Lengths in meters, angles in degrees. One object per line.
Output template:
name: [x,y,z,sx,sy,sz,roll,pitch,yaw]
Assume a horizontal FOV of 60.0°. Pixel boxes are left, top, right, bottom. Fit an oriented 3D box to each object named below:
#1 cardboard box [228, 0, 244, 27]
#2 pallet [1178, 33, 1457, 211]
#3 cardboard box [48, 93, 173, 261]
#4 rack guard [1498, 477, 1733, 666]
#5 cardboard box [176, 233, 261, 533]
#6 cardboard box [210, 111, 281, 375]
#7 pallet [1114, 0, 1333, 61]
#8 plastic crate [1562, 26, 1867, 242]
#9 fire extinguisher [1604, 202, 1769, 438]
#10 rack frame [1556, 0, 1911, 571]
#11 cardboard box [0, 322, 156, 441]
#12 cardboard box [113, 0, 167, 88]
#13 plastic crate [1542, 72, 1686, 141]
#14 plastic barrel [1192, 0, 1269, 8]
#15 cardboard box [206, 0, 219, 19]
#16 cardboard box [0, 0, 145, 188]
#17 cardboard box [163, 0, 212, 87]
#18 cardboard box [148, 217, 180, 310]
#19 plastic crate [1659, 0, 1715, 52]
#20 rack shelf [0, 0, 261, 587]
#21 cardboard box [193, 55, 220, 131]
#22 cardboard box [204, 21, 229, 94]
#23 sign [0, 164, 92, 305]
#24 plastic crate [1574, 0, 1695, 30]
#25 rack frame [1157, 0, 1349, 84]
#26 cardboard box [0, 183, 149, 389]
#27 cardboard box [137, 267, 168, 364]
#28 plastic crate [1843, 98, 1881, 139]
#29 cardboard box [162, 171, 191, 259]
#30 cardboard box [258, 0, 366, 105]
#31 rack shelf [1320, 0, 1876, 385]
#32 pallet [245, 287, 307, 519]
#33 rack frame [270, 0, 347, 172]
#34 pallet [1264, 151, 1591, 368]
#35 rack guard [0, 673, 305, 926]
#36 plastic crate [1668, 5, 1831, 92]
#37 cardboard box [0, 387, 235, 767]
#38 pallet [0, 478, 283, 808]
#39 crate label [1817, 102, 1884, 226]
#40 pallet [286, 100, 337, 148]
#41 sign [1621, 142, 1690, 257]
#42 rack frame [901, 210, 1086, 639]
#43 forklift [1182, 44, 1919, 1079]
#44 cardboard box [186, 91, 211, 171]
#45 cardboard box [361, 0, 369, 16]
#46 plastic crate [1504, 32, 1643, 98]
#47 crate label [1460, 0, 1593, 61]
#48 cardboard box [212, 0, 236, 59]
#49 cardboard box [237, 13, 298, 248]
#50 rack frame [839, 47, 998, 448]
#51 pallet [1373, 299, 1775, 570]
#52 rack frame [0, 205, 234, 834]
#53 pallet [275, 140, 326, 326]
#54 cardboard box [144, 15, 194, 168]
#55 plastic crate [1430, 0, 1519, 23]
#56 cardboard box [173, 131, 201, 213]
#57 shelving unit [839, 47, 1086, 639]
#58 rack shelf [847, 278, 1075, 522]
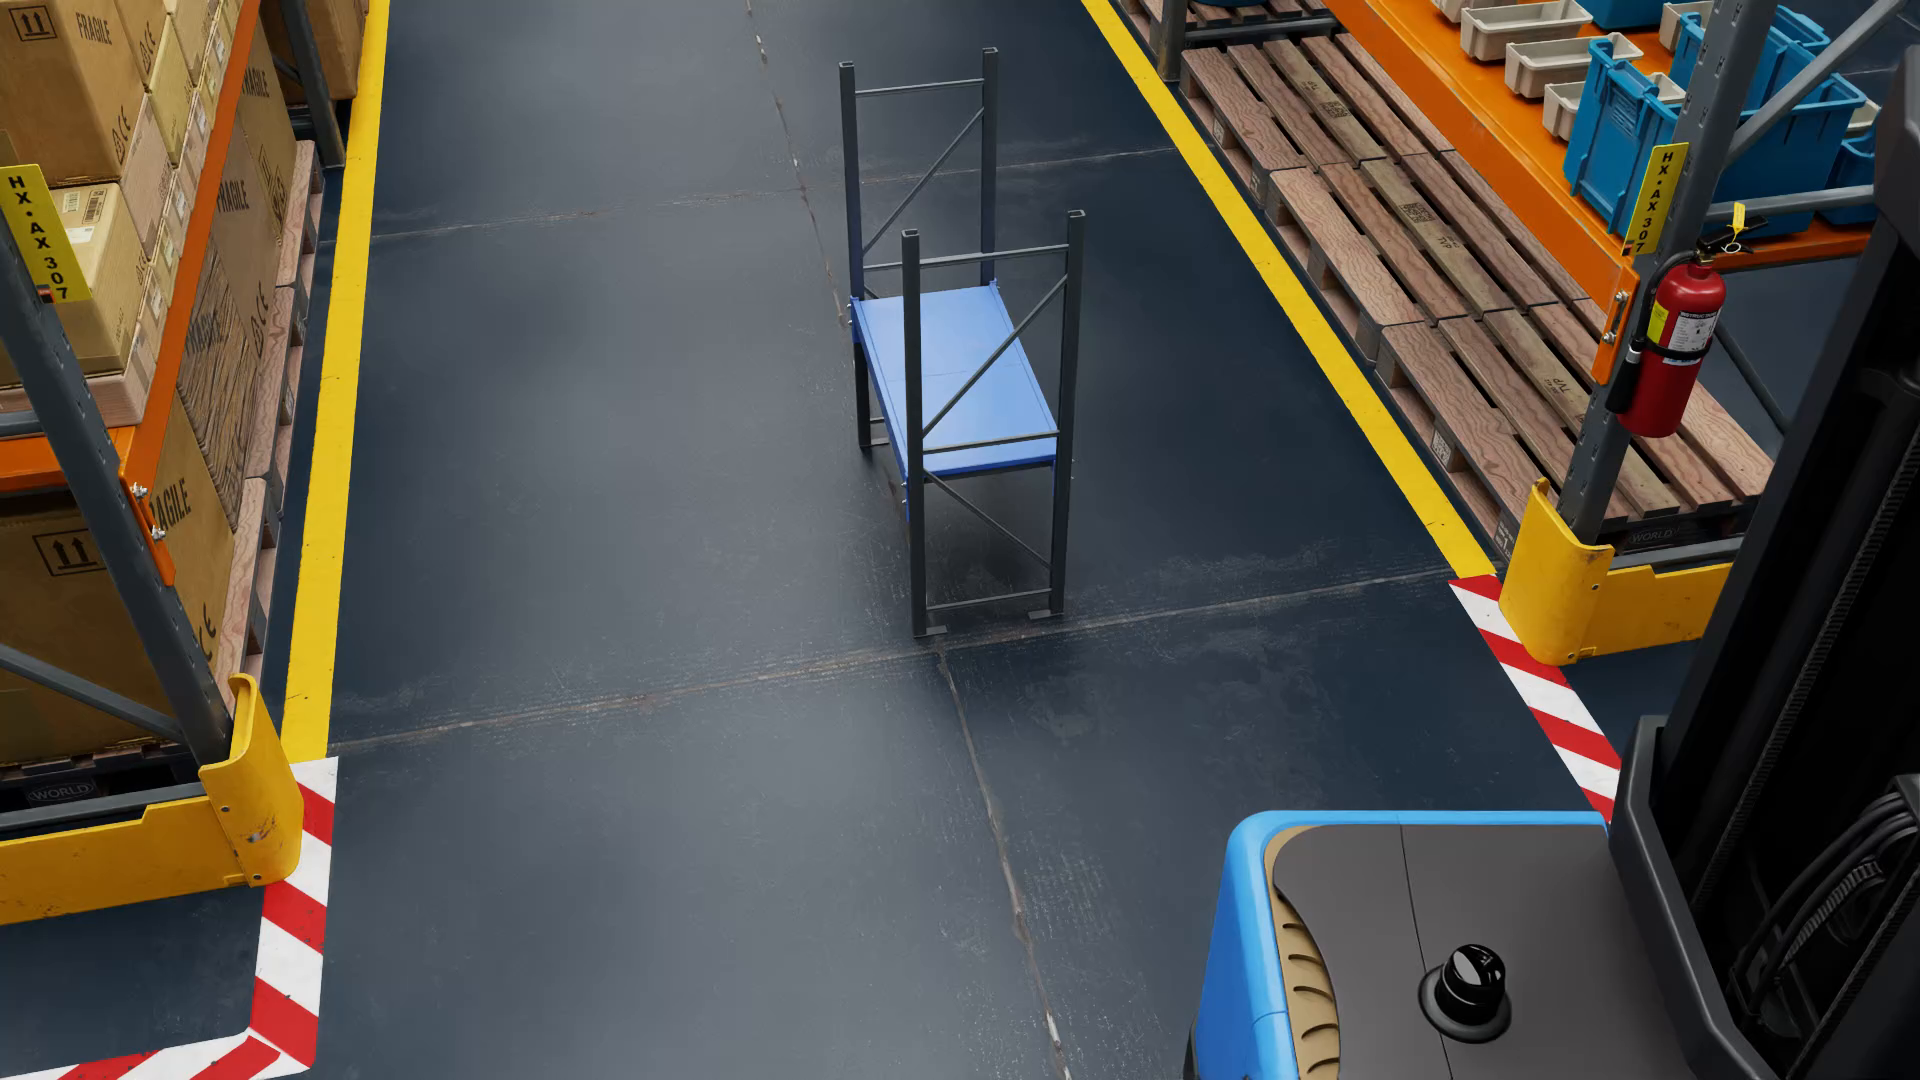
cardboard box: [-2.732,-1.892,5.811,0.380,0.149,0.250,-8,42,-8]
pallet: [1.692,-1.999,7.843,1.003,0.211,1.213,-8,42,-9]
cardboard box: [-2.436,-0.951,4.451,0.500,0.250,0.500,-9,42,-10]
rack guard: [2.377,0.028,5.341,1.175,0.500,0.348,-8,42,-9]
cardboard box: [-2.890,-0.566,5.412,0.875,0.875,0.875,-8,42,-9]
cardboard box: [-3.082,-1.143,6.062,0.875,0.875,0.875,-8,42,-9]
pallet: [1.370,-2.976,8.944,1.003,0.211,1.213,-8,42,-9]
plastic crate: [2.104,-1.146,4.710,0.616,0.435,0.499,-8,42,-9]
fire extinguisher: [1.948,-0.589,4.493,0.296,0.674,0.183,-8,42,-9]
rack frame: [2.359,-0.920,4.527,1.000,3.000,0.127,-8,42,-9]
cardboard box: [-2.232,-0.394,4.123,0.380,0.149,0.250,-8,42,-9]
cardboard box: [-2.543,-1.555,4.566,0.500,0.500,0.500,-9,42,-10]
plastic crate: [2.006,-1.347,5.161,0.396,0.136,0.243,-8,42,-9]
plastic barrel: [1.395,-3.240,8.405,0.600,0.901,0.708,-8,42,-9]
cardboard box: [-2.765,-1.944,5.569,0.500,0.250,0.500,-8,42,-8]
cardboard box: [-2.425,-1.220,4.189,0.500,0.500,0.500,-9,42,-10]
cardboard box: [-2.658,-1.615,5.199,0.500,0.250,0.500,-9,42,-10]
cardboard box: [-2.344,-0.726,4.497,0.380,0.149,0.250,-9,42,-10]
plastic crate: [2.492,-1.711,5.571,0.250,0.136,0.298,-8,42,-9]
rack shelf: [-2.909,-1.238,5.427,1.077,0.370,4.000,-8,42,-9]
cardboard box: [-2.565,-1.391,5.246,0.380,0.149,0.250,-9,42,-10]
cardboard box: [-2.623,-1.560,5.438,0.380,0.149,0.250,-8,42,-9]
sign: [-1.934,-0.639,3.499,0.100,0.325,0.005,-8,42,-9]
plastic crate: [2.343,-1.941,5.758,0.416,0.233,0.300,-8,42,-9]
rack frame: [1.496,-3.513,7.448,1.000,3.000,0.127,-8,42,-9]
cardboard box: [-2.317,-0.615,4.073,0.500,0.250,0.500,-9,42,-10]
cardboard box: [-2.288,-0.560,4.310,0.380,0.149,0.250,-9,42,-10]
plastic crate: [2.639,-1.271,5.076,0.250,0.136,0.298,-8,42,-9]
cardboard box: [-2.401,-0.895,4.688,0.380,0.149,0.250,-9,42,-10]
cardboard box: [-3.498,-2.578,7.678,1.225,0.875,0.875,-8,42,-9]
rack shelf: [1.927,-1.947,6.226,1.077,0.370,4.000,-8,42,-9]
pallet: [-2.986,-0.464,6.114,1.003,0.211,1.213,-8,42,-9]
rack frame: [-3.341,-2.803,6.648,1.000,3.000,0.127,-8,42,-9]
pallet: [1.959,-1.207,6.950,1.003,0.211,1.213,-8,42,-9]
rack guard: [-2.472,0.740,4.540,1.175,0.500,0.348,-8,42,-9]
plastic crate: [2.485,-1.514,5.277,0.416,0.233,0.300,-8,42,-9]
cardboard box: [-2.693,0.024,4.748,0.875,0.875,0.875,-8,42,-9]
pallet: [-2.726,0.325,5.224,1.003,0.211,1.213,-8,42,-9]
crate label: [2.627,-1.087,4.796,0.416,0.233,0.303,-8,42,-9]
pallet: [-3.581,-2.250,8.125,1.003,0.211,1.213,-8,42,-9]
sign: [1.825,-0.892,4.372,0.100,0.325,0.005,-8,42,-9]
rack frame: [0.091,-0.287,4.943,0.500,1.500,0.032,-8,42,-9]
forklift: [2.060,0.599,2.867,3.031,2.935,1.130,0,42,0]
cardboard box: [-2.511,-1.227,5.062,0.380,0.149,0.250,-9,42,-10]
cardboard box: [-3.692,-3.157,8.331,1.225,0.875,0.875,-10,43,-11]
plastic crate: [1.958,-1.537,5.375,0.396,0.136,0.243,-8,42,-9]
crate label: [1.874,-1.714,5.574,0.396,0.136,0.243,-8,42,-9]
cardboard box: [-2.677,-1.726,5.624,0.380,0.149,0.250,-9,42,-10]
cardboard box: [-3.276,-1.726,6.719,0.875,0.875,0.875,-8,42,-9]
rack frame: [-0.128,-0.946,5.686,0.500,1.500,0.032,-8,42,-9]
pallet: [2.219,-0.417,6.061,1.003,0.211,1.213,-8,42,-9]
rack frame: [-2.477,-0.210,3.727,1.000,3.000,0.127,-8,42,-9]
pallet: [-3.253,-1.256,7.006,1.003,0.211,1.213,-8,42,-9]
cardboard box: [-2.541,-1.278,4.819,0.500,0.250,0.500,-10,43,-11]
plastic crate: [1.792,-1.903,5.787,0.298,0.136,0.250,-8,42,-9]
cardboard box: [-2.455,-1.060,4.873,0.380,0.149,0.250,-9,42,-10]
shelving unit: [-0.018,-0.616,5.314,0.538,1.500,1.048,-8,42,-9]
rack shelf: [-0.018,-0.482,5.434,0.538,0.185,1.000,-8,42,-9]
